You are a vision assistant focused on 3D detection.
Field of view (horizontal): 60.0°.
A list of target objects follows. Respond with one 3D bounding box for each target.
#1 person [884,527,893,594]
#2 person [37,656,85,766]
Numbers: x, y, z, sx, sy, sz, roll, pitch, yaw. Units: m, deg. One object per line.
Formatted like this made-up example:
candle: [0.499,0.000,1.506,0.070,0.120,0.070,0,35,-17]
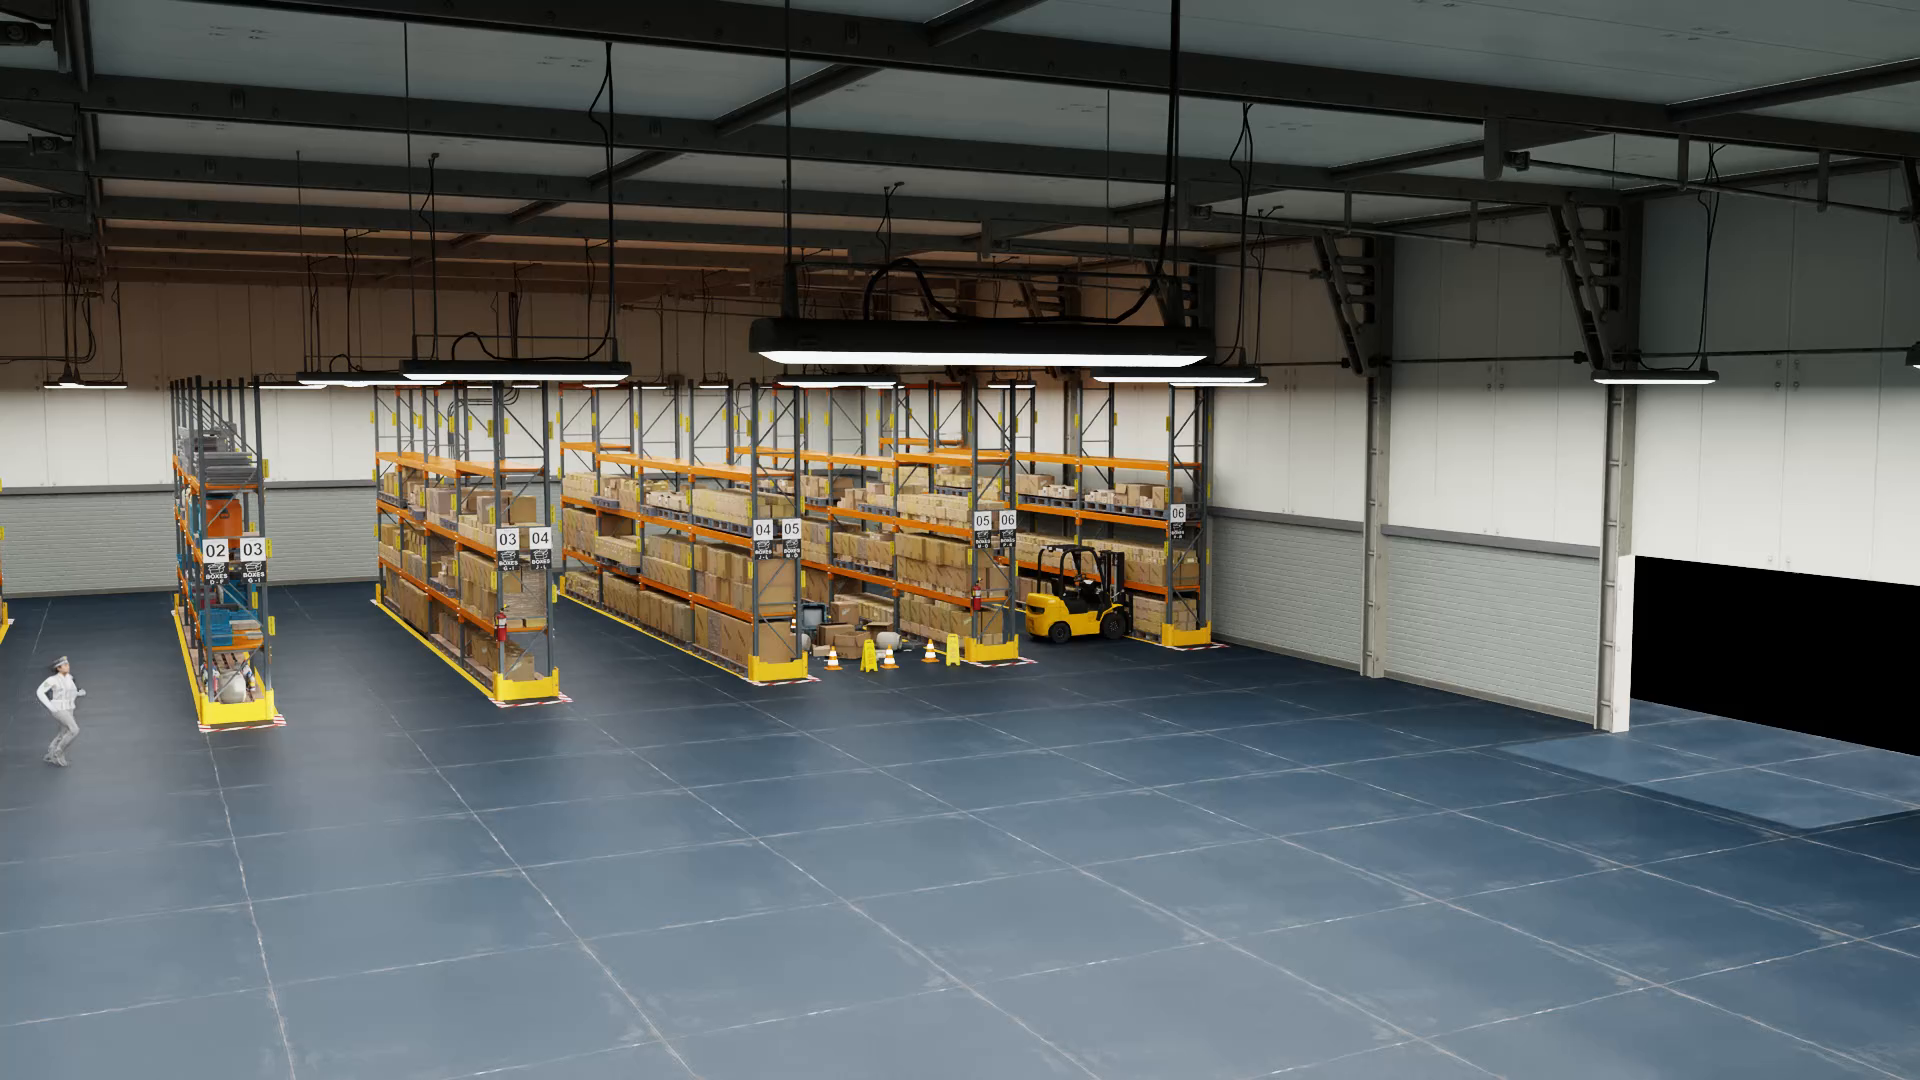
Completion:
person: [-1.943,0.559,45.257,0.741,1.848,0.730,-3,6,-27]
person: [-13.758,2.621,25.513,0.658,1.683,0.607,0,5,4]
